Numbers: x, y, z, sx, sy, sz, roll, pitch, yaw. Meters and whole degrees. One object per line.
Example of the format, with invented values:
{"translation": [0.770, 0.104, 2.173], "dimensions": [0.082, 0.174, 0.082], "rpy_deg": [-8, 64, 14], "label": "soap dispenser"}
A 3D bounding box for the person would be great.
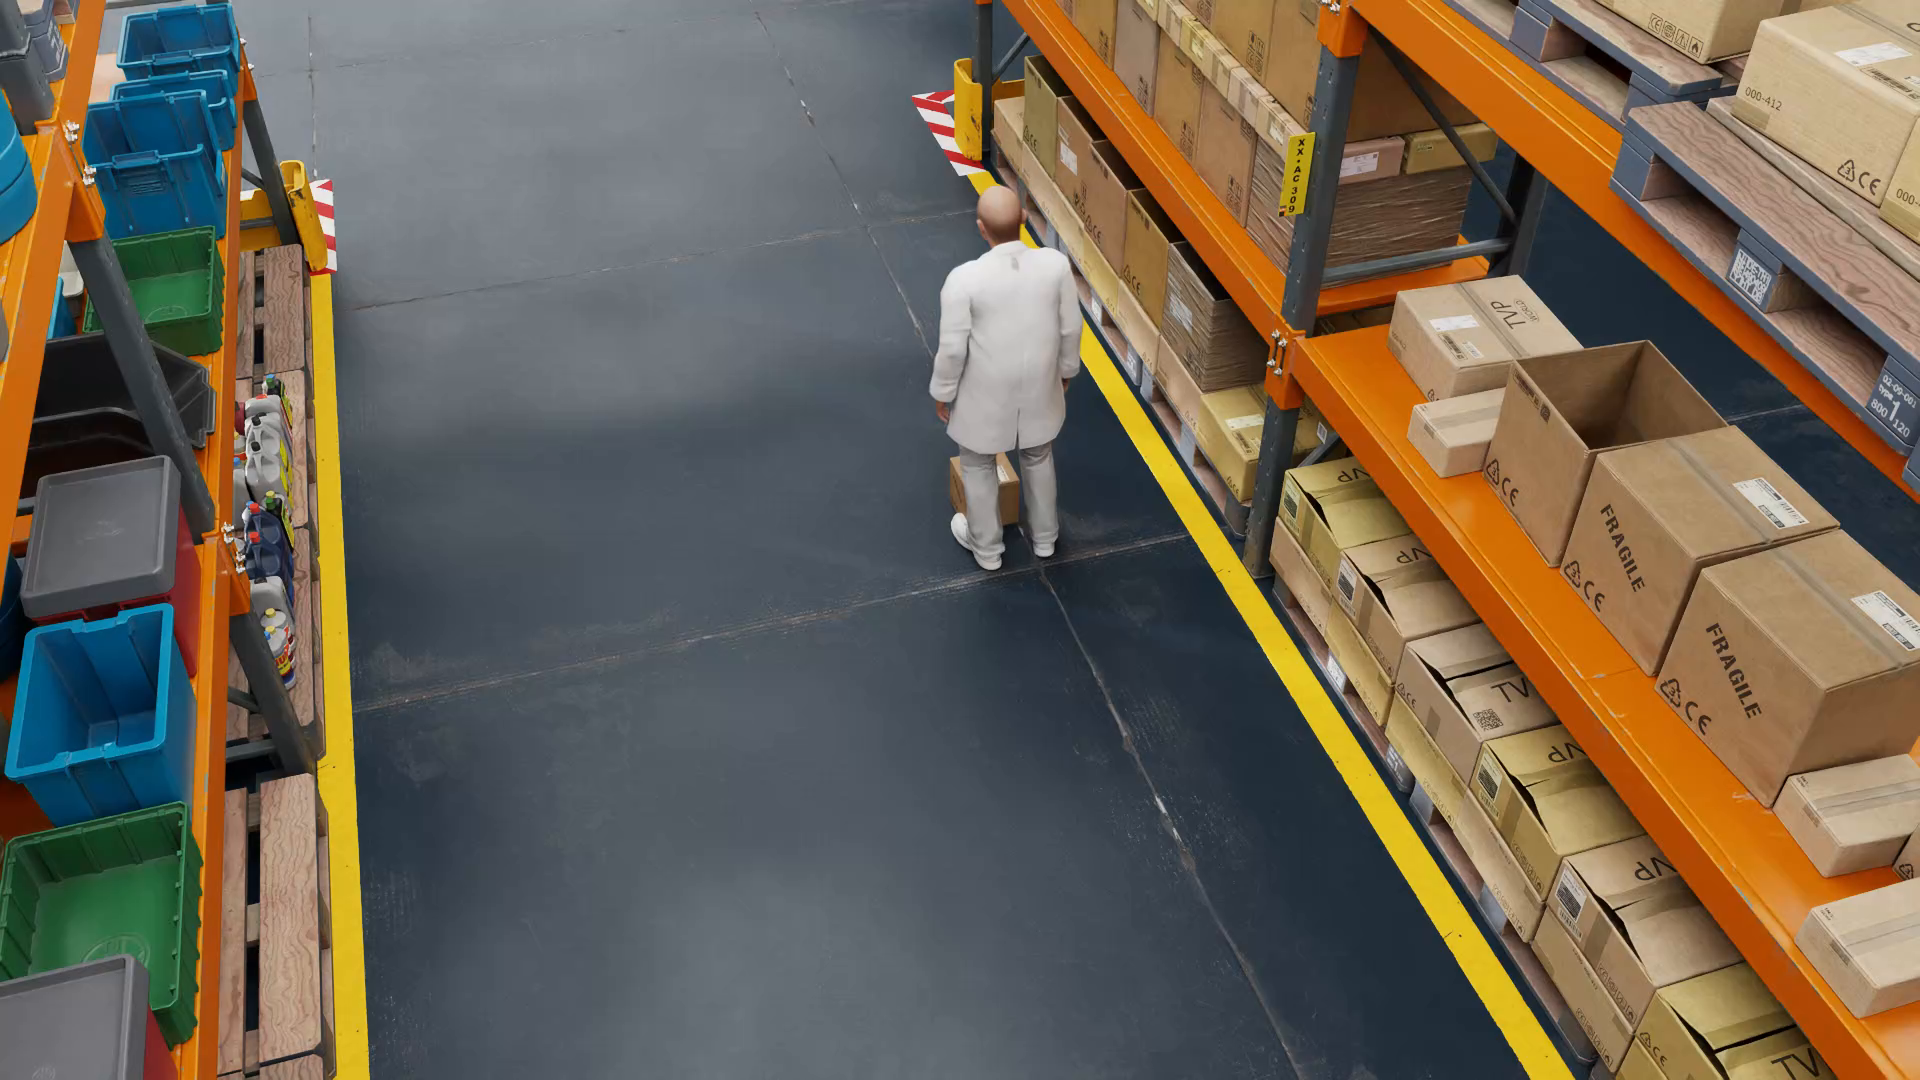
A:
{"translation": [0.191, -0.645, 6.895], "dimensions": [0.648, 1.774, 0.418], "rpy_deg": [-12, 43, -13], "label": "person"}
